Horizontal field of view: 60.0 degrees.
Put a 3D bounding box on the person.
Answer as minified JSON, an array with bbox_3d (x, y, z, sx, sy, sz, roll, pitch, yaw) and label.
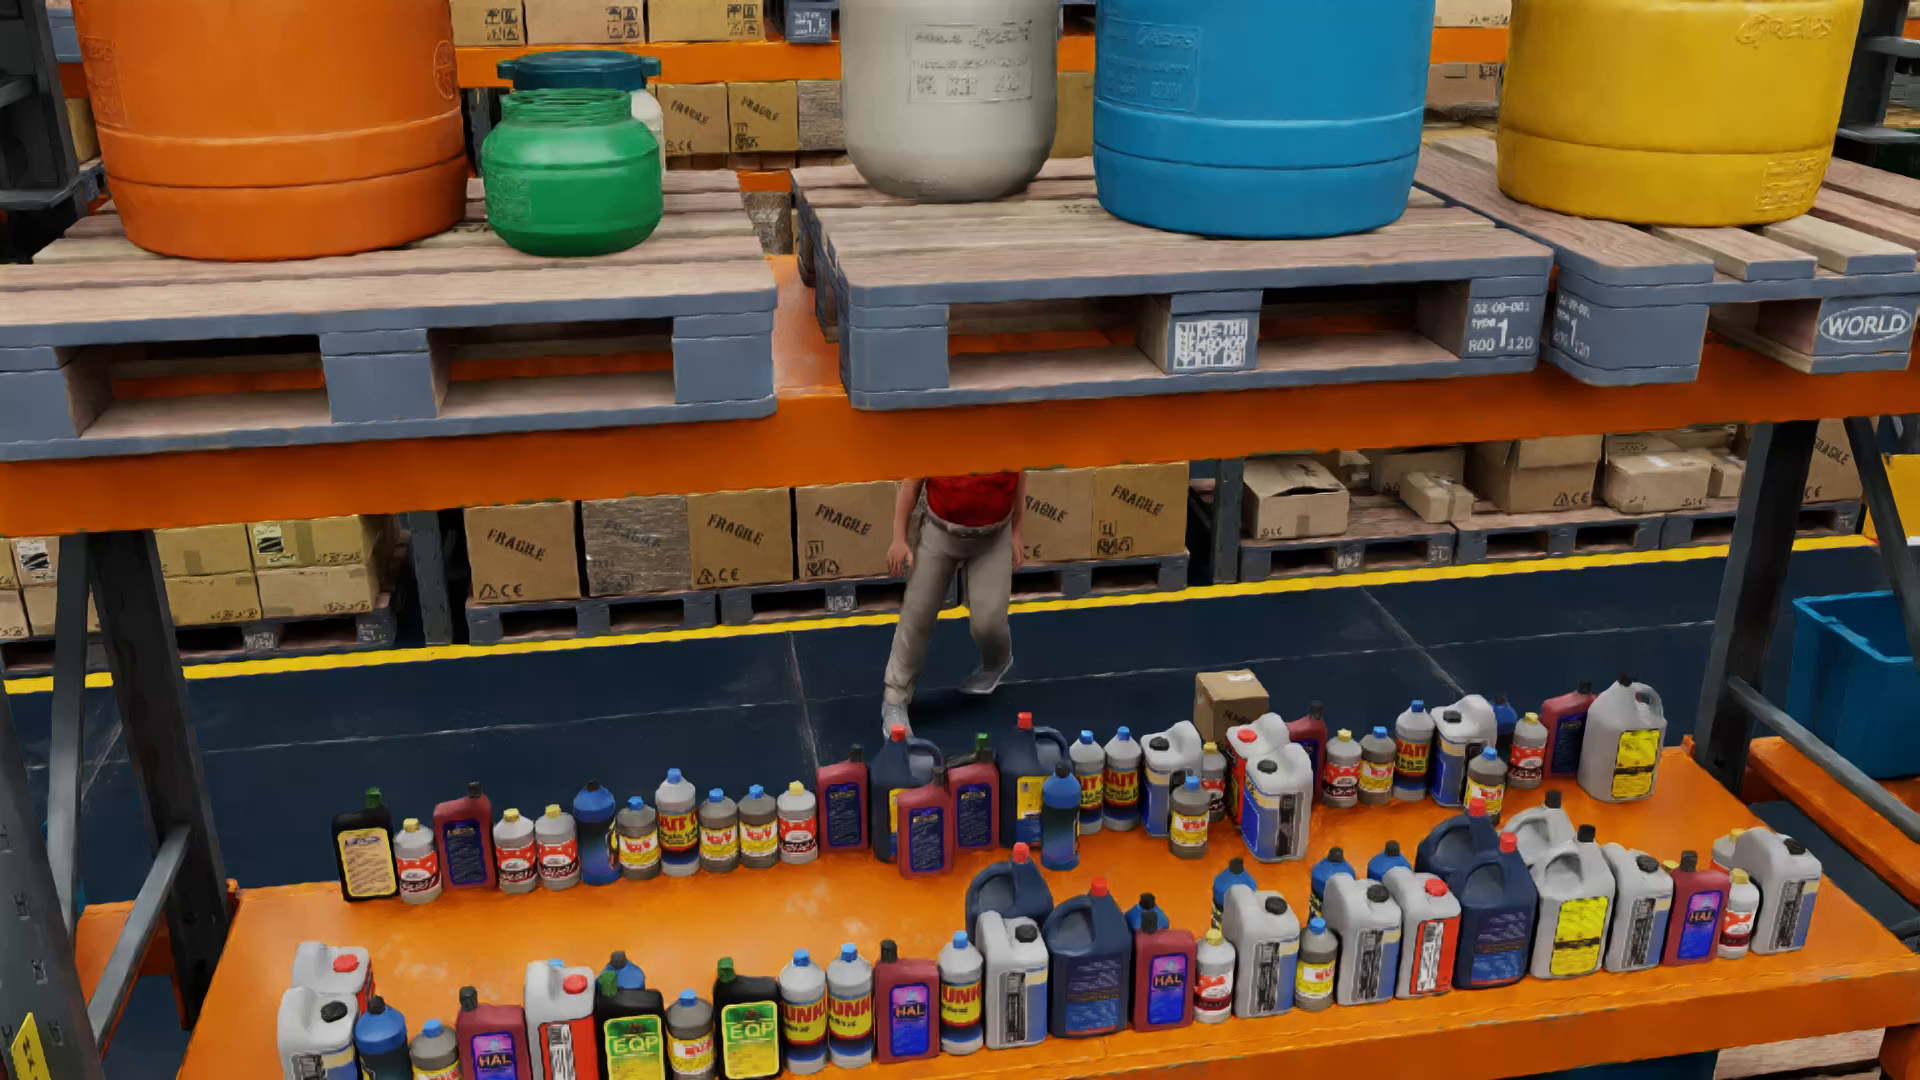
[{"bbox_3d":[-0.024,0.007,7.136,0.675,1.697,0.525,-3,23,-7],"label":"person"}]
